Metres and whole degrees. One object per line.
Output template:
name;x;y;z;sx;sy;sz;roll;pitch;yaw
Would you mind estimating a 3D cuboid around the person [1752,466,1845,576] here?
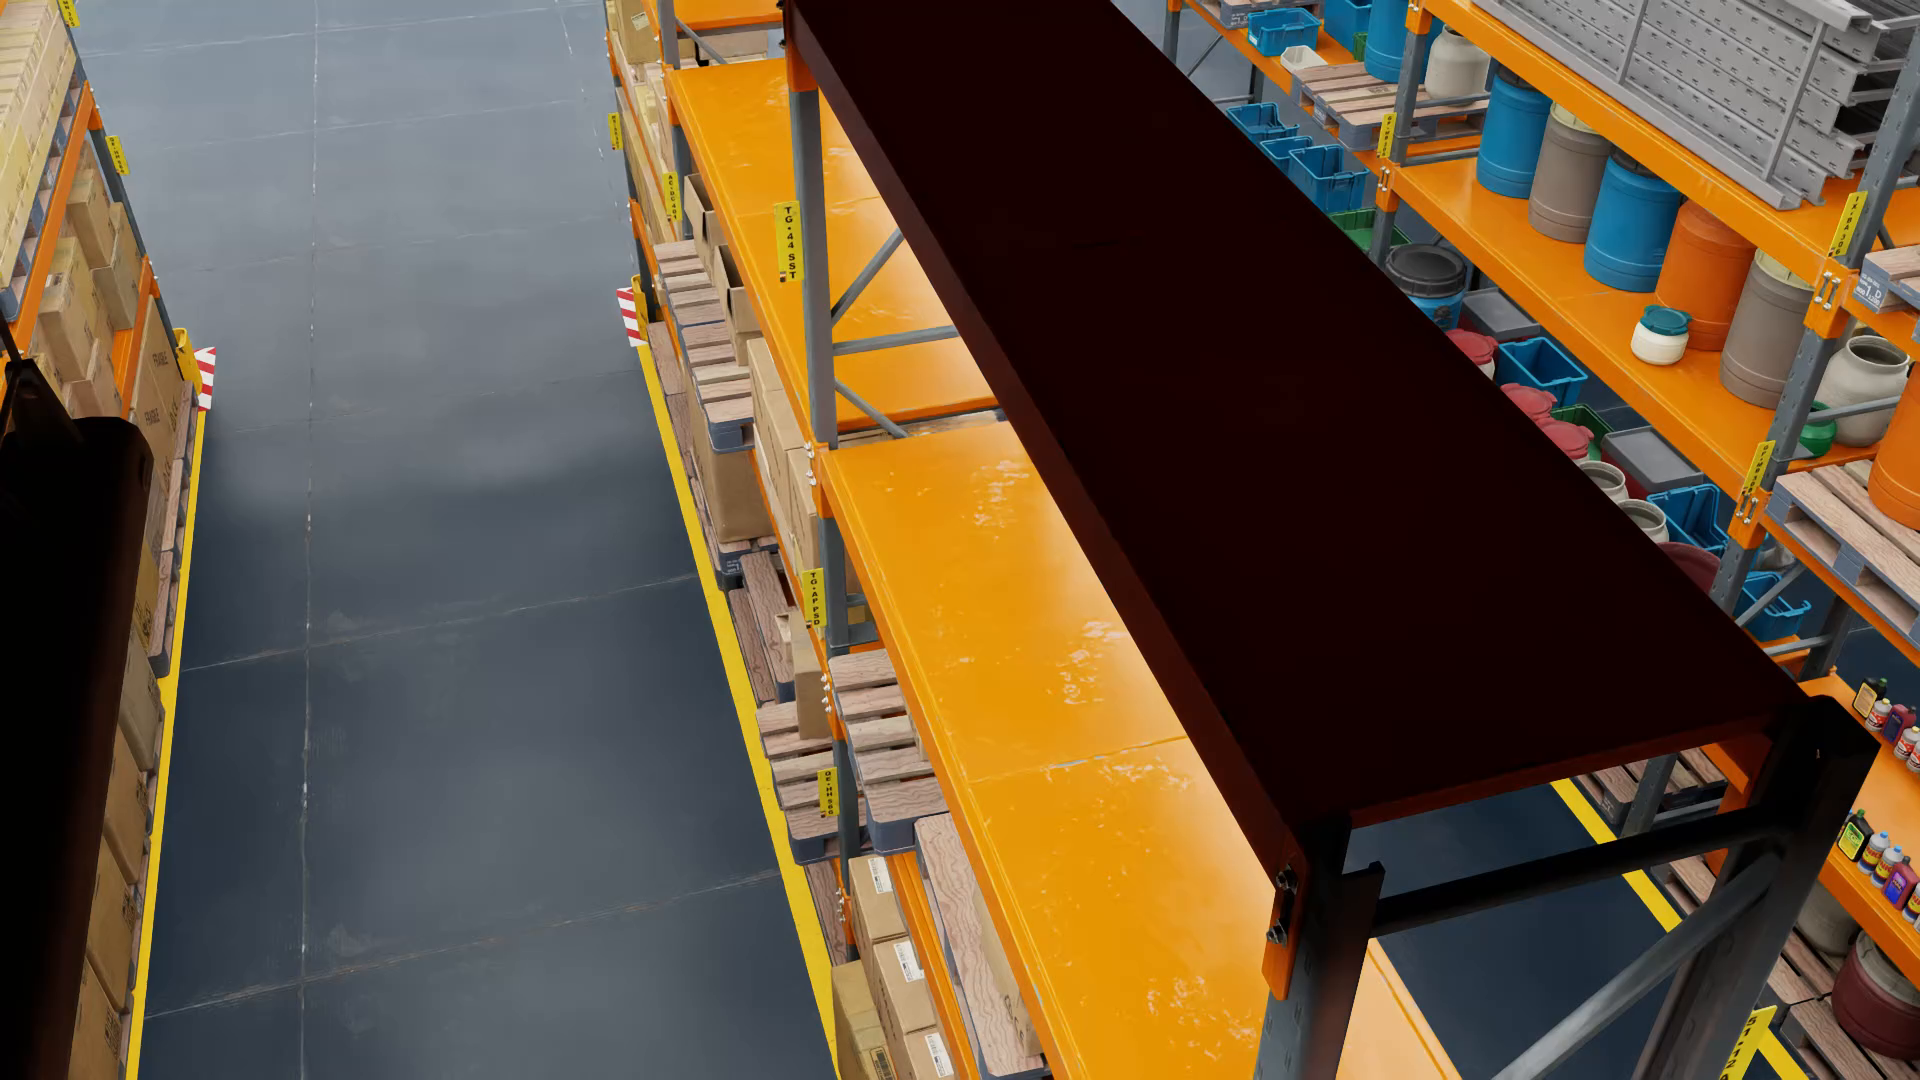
person;5.968;-0.220;11.755;0.496;1.655;0.457;-5;39;-7
